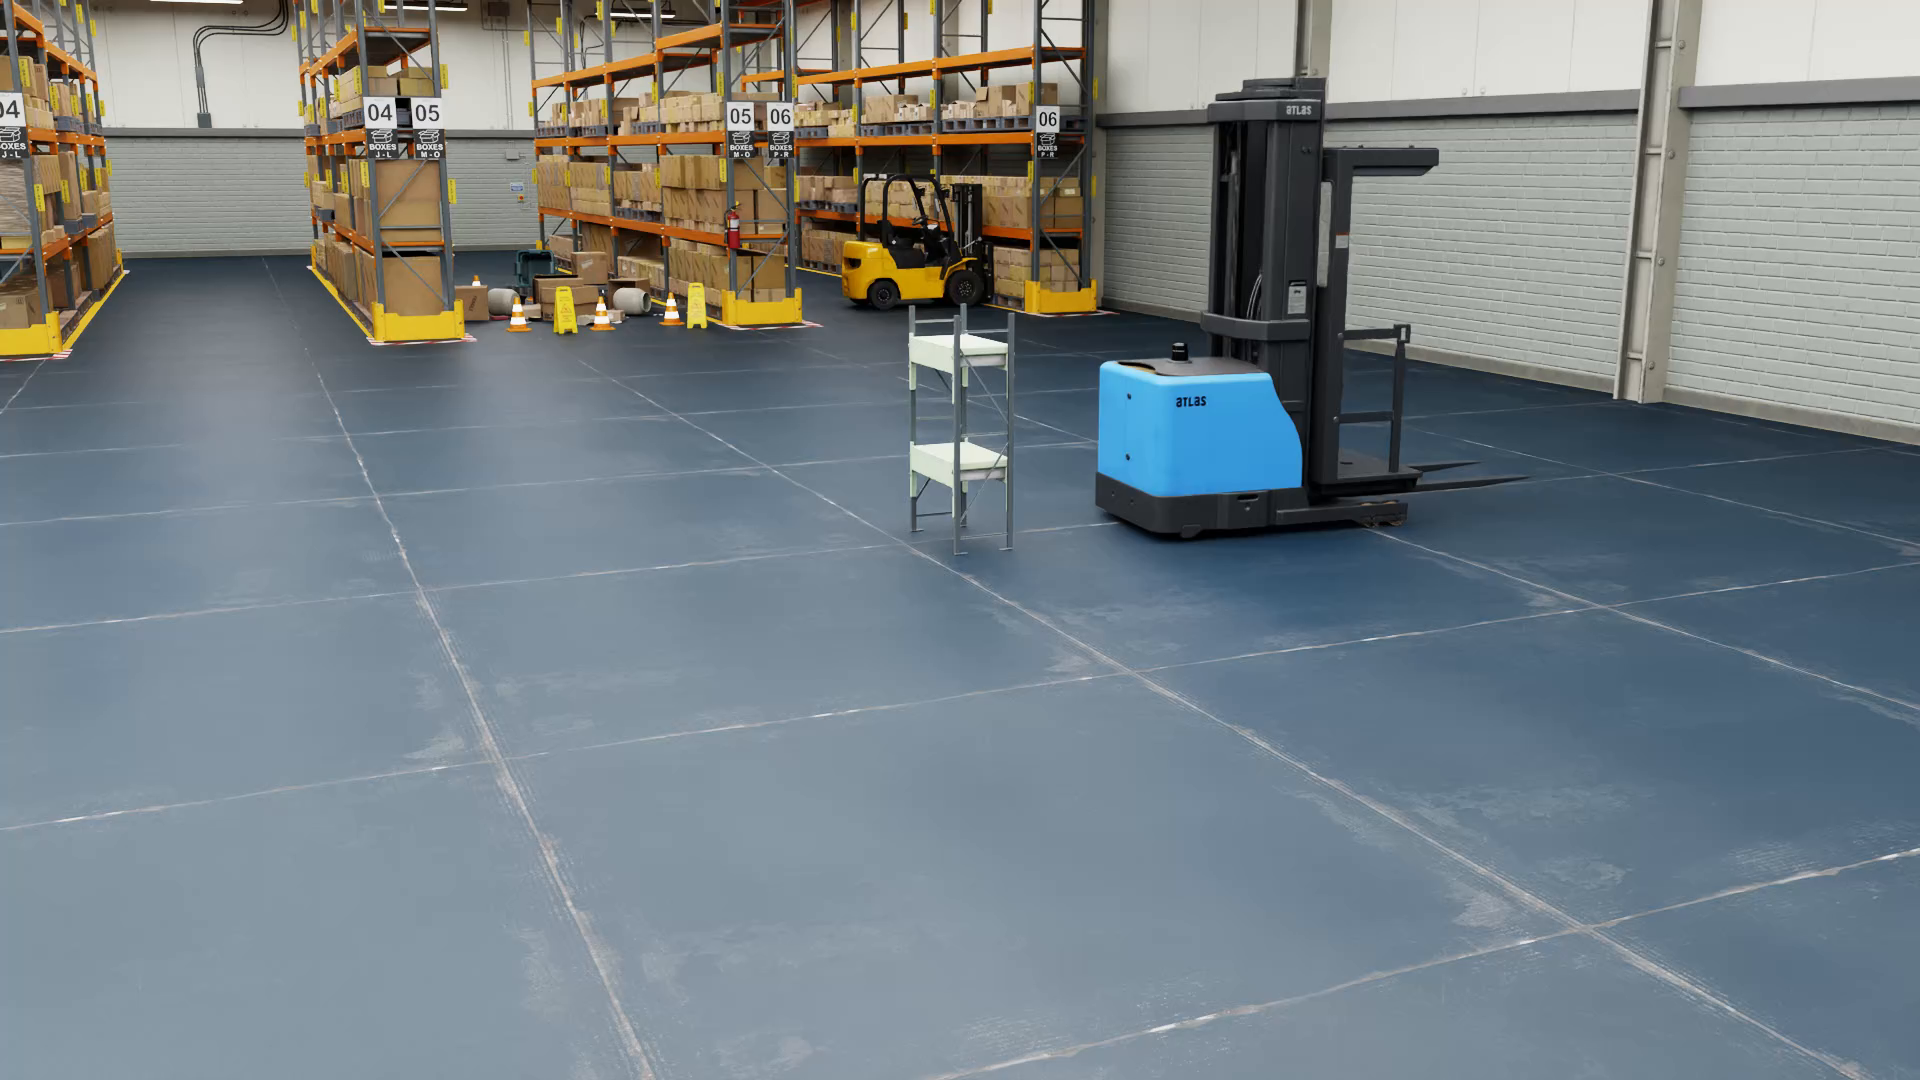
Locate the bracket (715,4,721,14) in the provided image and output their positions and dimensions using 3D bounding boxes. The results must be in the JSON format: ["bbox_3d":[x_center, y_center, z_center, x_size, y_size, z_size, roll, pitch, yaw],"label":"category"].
[{"bbox_3d":[-6.488,-14.317,44.791,0.235,0.232,0.430,-6,14,-23],"label":"bracket"}]

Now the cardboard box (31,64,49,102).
[{"bbox_3d":[-13.199,-6.464,23.505,0.500,0.500,0.500,-6,14,-25],"label":"cardboard box"}]

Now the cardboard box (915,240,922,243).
[{"bbox_3d":[-0.812,-5.451,32.103,0.875,0.625,0.625,-6,14,-25],"label":"cardboard box"}]

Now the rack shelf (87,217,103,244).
[{"bbox_3d":[-16.016,-5.525,29.684,1.077,0.370,4.000,-6,14,-23],"label":"rack shelf"}]

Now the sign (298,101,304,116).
[{"bbox_3d":[-14.332,-9.380,36.156,0.100,0.325,0.005,-6,14,-23],"label":"sign"}]

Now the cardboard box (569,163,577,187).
[{"bbox_3d":[-7.824,-7.603,34.627,0.500,0.500,0.500,-5,14,-22],"label":"cardboard box"}]

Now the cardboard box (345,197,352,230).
[{"bbox_3d":[-9.482,-5.195,26.443,0.500,0.500,0.500,-6,14,-23],"label":"cardboard box"}]

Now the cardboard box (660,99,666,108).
[{"bbox_3d":[-4.705,-7.164,27.306,0.380,0.149,0.250,-6,14,-24],"label":"cardboard box"}]

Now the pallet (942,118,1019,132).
[{"bbox_3d":[0.379,-7.224,28.975,1.003,0.211,1.213,-6,14,-23],"label":"pallet"}]

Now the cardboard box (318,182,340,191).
[{"bbox_3d":[-11.651,-6.532,30.749,0.380,0.149,0.250,-6,14,-23],"label":"cardboard box"}]

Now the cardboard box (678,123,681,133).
[{"bbox_3d":[-4.314,-6.628,26.758,0.380,0.149,0.250,-5,14,-21],"label":"cardboard box"}]

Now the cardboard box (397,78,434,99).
[{"bbox_3d":[-7.383,-6.146,22.639,0.500,0.250,0.500,-6,14,-23],"label":"cardboard box"}]

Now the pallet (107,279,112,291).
[{"bbox_3d":[-16.439,-4.777,31.043,1.003,0.211,1.213,-6,14,-23],"label":"pallet"}]

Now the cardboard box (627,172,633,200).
[{"bbox_3d":[-5.733,-6.425,30.167,0.500,0.500,0.500,-5,14,-22],"label":"cardboard box"}]

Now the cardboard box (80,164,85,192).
[{"bbox_3d":[-16.290,-6.552,30.080,0.797,0.503,0.637,-5,14,-22],"label":"cardboard box"}]

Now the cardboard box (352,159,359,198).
[{"bbox_3d":[-8.494,-5.356,24.630,0.875,0.550,0.550,-6,14,-23],"label":"cardboard box"}]

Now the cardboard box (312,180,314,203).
[{"bbox_3d":[-13.485,-7.407,35.341,0.500,0.500,0.500,-5,14,-22],"label":"cardboard box"}]

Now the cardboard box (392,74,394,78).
[{"bbox_3d":[-8.084,-6.736,24.305,0.380,0.149,0.250,-6,14,-24],"label":"cardboard box"}]

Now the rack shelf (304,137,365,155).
[{"bbox_3d":[-13.033,-8.240,34.762,1.077,0.370,4.000,-6,14,-23],"label":"rack shelf"}]

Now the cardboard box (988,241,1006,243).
[{"bbox_3d":[0.605,-5.144,29.395,0.500,0.250,0.500,-6,14,-24],"label":"cardboard box"}]

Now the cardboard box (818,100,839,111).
[{"bbox_3d":[-2.869,-9.463,36.278,0.396,0.266,0.258,-6,14,-23],"label":"cardboard box"}]

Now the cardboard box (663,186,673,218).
[{"bbox_3d":[-4.612,-5.608,27.568,0.500,0.500,0.500,-6,14,-23],"label":"cardboard box"}]

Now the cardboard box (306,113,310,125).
[{"bbox_3d":[-13.291,-8.742,34.561,0.500,0.250,0.500,-6,14,-25],"label":"cardboard box"}]

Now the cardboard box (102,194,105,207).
[{"bbox_3d":[-17.173,-6.691,32.799,0.500,0.250,0.500,-5,14,-22],"label":"cardboard box"}]

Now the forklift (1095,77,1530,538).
[{"bbox_3d":[2.517,-1.619,11.364,3.031,2.935,1.130,-5,14,-19],"label":"forklift"}]

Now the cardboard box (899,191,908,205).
[{"bbox_3d":[-0.829,-6.441,31.269,0.500,0.250,0.500,-5,14,-22],"label":"cardboard box"}]

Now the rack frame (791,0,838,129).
[{"bbox_3d":[-3.191,-10.555,36.520,1.000,3.000,0.127,-6,14,-23],"label":"rack frame"}]

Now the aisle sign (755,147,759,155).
[{"bbox_3d":[-5.089,-9.713,40.420,0.394,0.787,0.004,-6,14,-23],"label":"aisle sign"}]

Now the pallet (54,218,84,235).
[{"bbox_3d":[-13.786,-4.713,25.008,1.003,0.211,1.213,-6,14,-23],"label":"pallet"}]

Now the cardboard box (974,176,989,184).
[{"bbox_3d":[0.458,-6.138,28.418,0.380,0.149,0.250,-6,14,-23],"label":"cardboard box"}]

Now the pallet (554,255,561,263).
[{"bbox_3d":[-8.948,-6.493,38.458,1.003,0.211,1.213,-6,14,-23],"label":"pallet"}]

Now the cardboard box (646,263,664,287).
[{"bbox_3d":[-5.036,-4.712,29.471,0.950,0.372,0.625,-5,14,-19],"label":"cardboard box"}]

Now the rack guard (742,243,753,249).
[{"bbox_3d":[-4.763,-7.226,40.981,1.175,0.500,0.348,-6,14,-23],"label":"rack guard"}]

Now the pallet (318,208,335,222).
[{"bbox_3d":[-11.013,-5.933,30.279,1.213,0.211,1.003,-6,14,-23],"label":"pallet"}]

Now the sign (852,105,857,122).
[{"bbox_3d":[-2.086,-8.471,33.019,0.100,0.325,0.005,-6,14,-23],"label":"sign"}]

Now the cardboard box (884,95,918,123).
[{"bbox_3d":[-1.114,-8.188,31.567,0.500,0.500,0.500,-5,14,-22],"label":"cardboard box"}]

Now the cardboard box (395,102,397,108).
[{"bbox_3d":[-8.077,-6.346,24.387,0.380,0.149,0.250,-6,14,-23],"label":"cardboard box"}]

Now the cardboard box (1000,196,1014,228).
[{"bbox_3d":[0.979,-5.388,27.277,0.500,0.500,0.500,-5,14,-21],"label":"cardboard box"}]

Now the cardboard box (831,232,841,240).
[{"bbox_3d":[-2.524,-6.465,35.324,0.380,0.149,0.250,-6,14,-26],"label":"cardboard box"}]

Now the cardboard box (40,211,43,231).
[{"bbox_3d":[-12.677,-4.319,21.996,0.875,0.500,0.500,-6,14,-23],"label":"cardboard box"}]

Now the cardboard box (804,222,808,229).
[{"bbox_3d":[-3.235,-6.988,36.924,0.380,0.149,0.250,-6,14,-24],"label":"cardboard box"}]

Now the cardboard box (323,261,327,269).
[{"bbox_3d":[-12.702,-5.582,33.725,0.380,0.149,0.250,-5,14,-22],"label":"cardboard box"}]

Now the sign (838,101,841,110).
[{"bbox_3d":[-2.684,-9.589,36.975,0.100,0.325,0.005,-6,14,-23],"label":"sign"}]

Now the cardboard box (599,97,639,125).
[{"bbox_3d":[-6.424,-8.138,31.566,0.797,0.503,0.637,-7,15,-26],"label":"cardboard box"}]

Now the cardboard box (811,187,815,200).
[{"bbox_3d":[-2.986,-7.450,35.774,0.396,0.266,0.258,-5,14,-20],"label":"cardboard box"}]

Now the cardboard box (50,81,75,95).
[{"bbox_3d":[-17.188,-8.612,31.738,0.500,0.250,0.500,-7,15,-27],"label":"cardboard box"}]

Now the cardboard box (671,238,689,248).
[{"bbox_3d":[-4.549,-4.900,27.452,0.380,0.149,0.250,-5,14,-22],"label":"cardboard box"}]

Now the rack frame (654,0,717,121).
[{"bbox_3d":[-4.533,-8.454,27.438,1.000,3.000,0.127,-6,14,-23],"label":"rack frame"}]

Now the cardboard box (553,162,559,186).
[{"bbox_3d":[-8.588,-8.002,36.352,0.500,0.500,0.500,-5,14,-22],"label":"cardboard box"}]

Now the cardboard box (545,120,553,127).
[{"bbox_3d":[-9.114,-9.357,37.397,0.380,0.149,0.250,-5,14,-21],"label":"cardboard box"}]

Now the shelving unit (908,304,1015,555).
[{"bbox_3d":[0.003,-0.729,10.695,0.431,1.500,0.755,-6,14,-23],"label":"shelving unit"}]

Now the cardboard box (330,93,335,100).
[{"bbox_3d":[-11.030,-7.832,29.487,0.396,0.266,0.258,-6,14,-23],"label":"cardboard box"}]
